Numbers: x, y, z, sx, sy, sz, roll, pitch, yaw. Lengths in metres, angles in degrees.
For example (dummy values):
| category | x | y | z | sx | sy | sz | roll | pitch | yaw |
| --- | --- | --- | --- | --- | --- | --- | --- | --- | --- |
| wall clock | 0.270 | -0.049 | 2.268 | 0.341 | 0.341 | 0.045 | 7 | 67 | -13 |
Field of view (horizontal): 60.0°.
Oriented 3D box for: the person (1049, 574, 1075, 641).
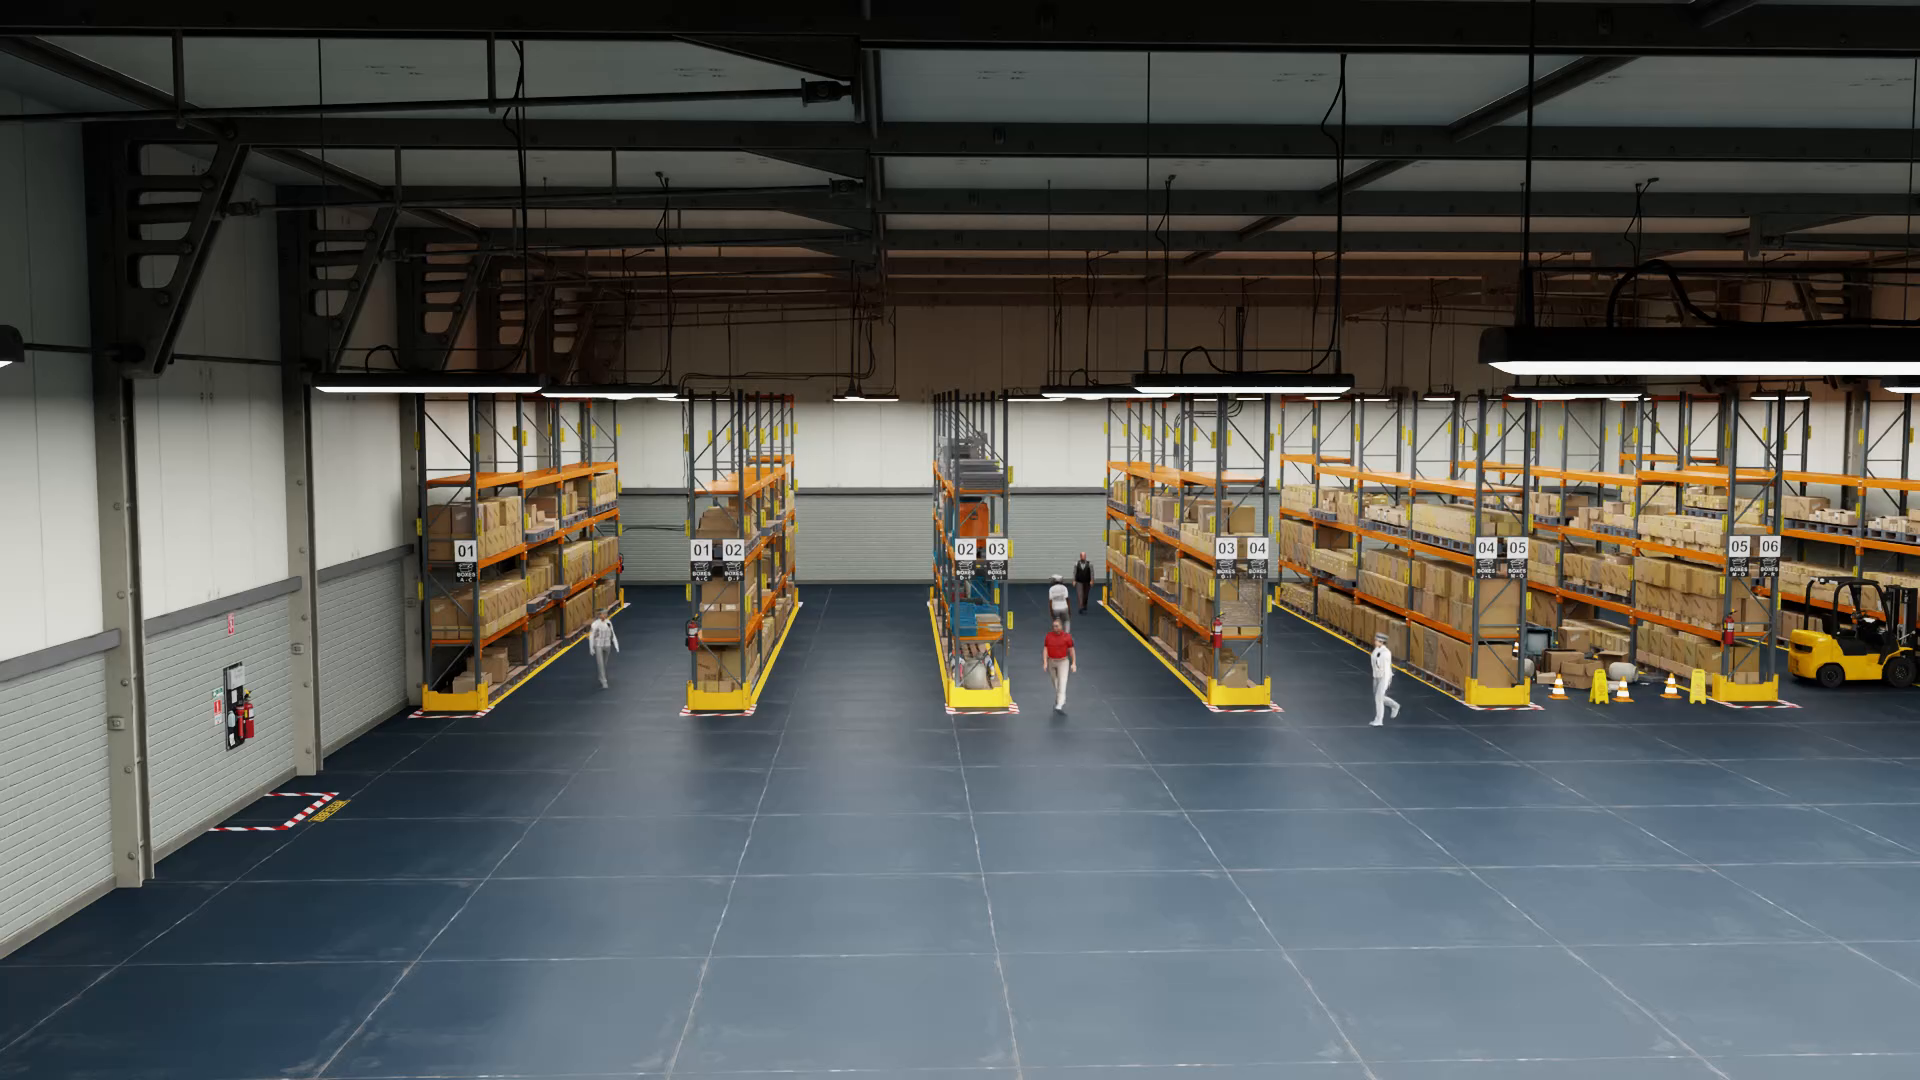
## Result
| category | x | y | z | sx | sy | sz | roll | pitch | yaw |
| --- | --- | --- | --- | --- | --- | --- | --- | --- | --- |
| person | 2.368 | 1.580 | 38.837 | 0.599 | 1.553 | 0.530 | 0 | 5 | -3 |

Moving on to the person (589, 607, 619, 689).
| category | x | y | z | sx | sy | sz | roll | pitch | yaw |
| --- | --- | --- | --- | --- | --- | --- | --- | --- | --- |
| person | -7.222 | 2.142 | 33.647 | 0.560 | 1.613 | 1.068 | -3 | 5 | -29 |

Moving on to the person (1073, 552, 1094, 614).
| category | x | y | z | sx | sy | sz | roll | pitch | yaw |
| --- | --- | --- | --- | --- | --- | --- | --- | --- | --- |
| person | 3.396 | 1.159 | 45.610 | 0.575 | 1.663 | 1.074 | 0 | 5 | 0 |

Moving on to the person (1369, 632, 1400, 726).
| category | x | y | z | sx | sy | sz | roll | pitch | yaw |
| --- | --- | --- | --- | --- | --- | --- | --- | --- | --- |
| person | 7.605 | 2.462 | 29.735 | 0.768 | 1.648 | 0.484 | -2 | 5 | -23 |

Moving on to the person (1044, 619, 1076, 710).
| category | x | y | z | sx | sy | sz | roll | pitch | yaw |
| --- | --- | --- | --- | --- | --- | --- | --- | --- | --- |
| person | 1.810 | 2.323 | 31.083 | 0.600 | 1.679 | 1.003 | 3 | 5 | 29 |
